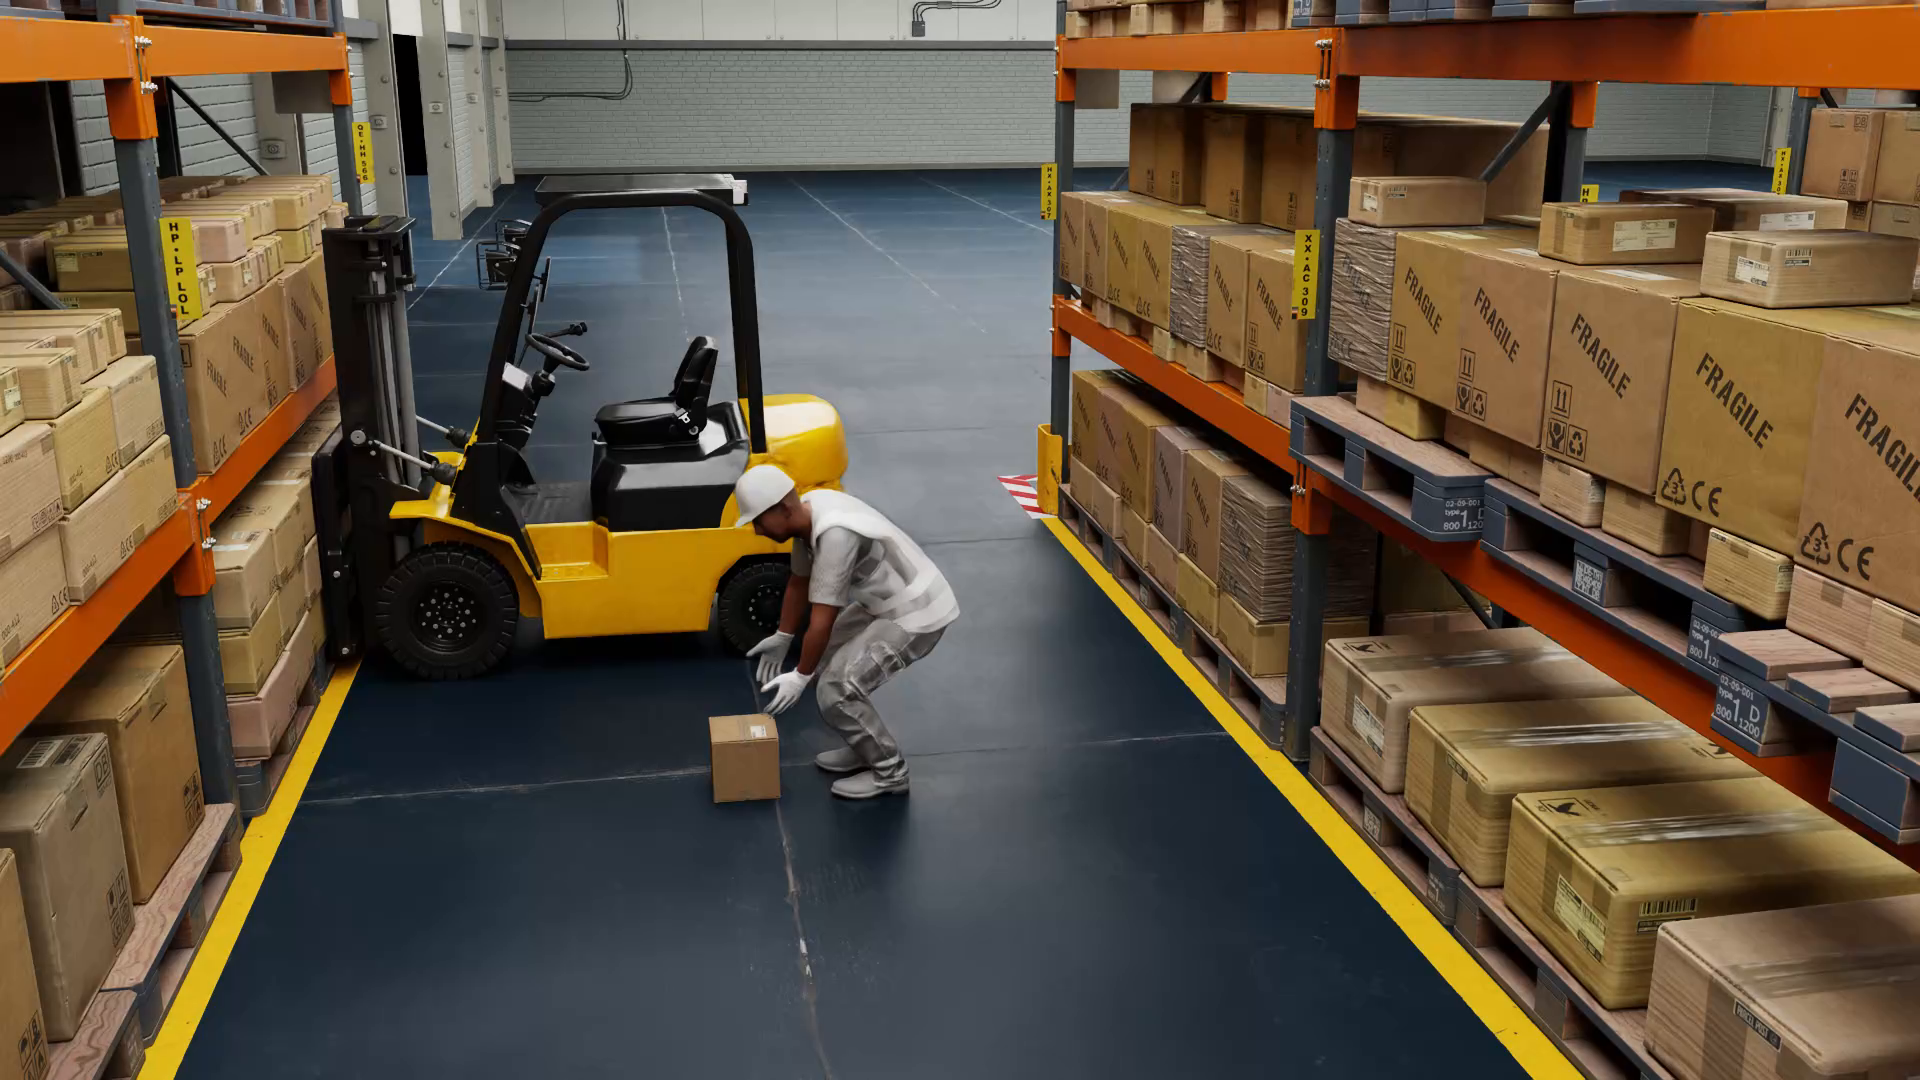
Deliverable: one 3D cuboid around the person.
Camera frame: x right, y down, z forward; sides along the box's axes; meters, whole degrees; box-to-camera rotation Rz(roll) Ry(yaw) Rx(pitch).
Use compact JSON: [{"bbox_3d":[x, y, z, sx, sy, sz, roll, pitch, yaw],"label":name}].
[{"bbox_3d":[-0.416,0.330,6.254,0.827,1.288,0.609,-3,16,-10],"label":"person"}]
